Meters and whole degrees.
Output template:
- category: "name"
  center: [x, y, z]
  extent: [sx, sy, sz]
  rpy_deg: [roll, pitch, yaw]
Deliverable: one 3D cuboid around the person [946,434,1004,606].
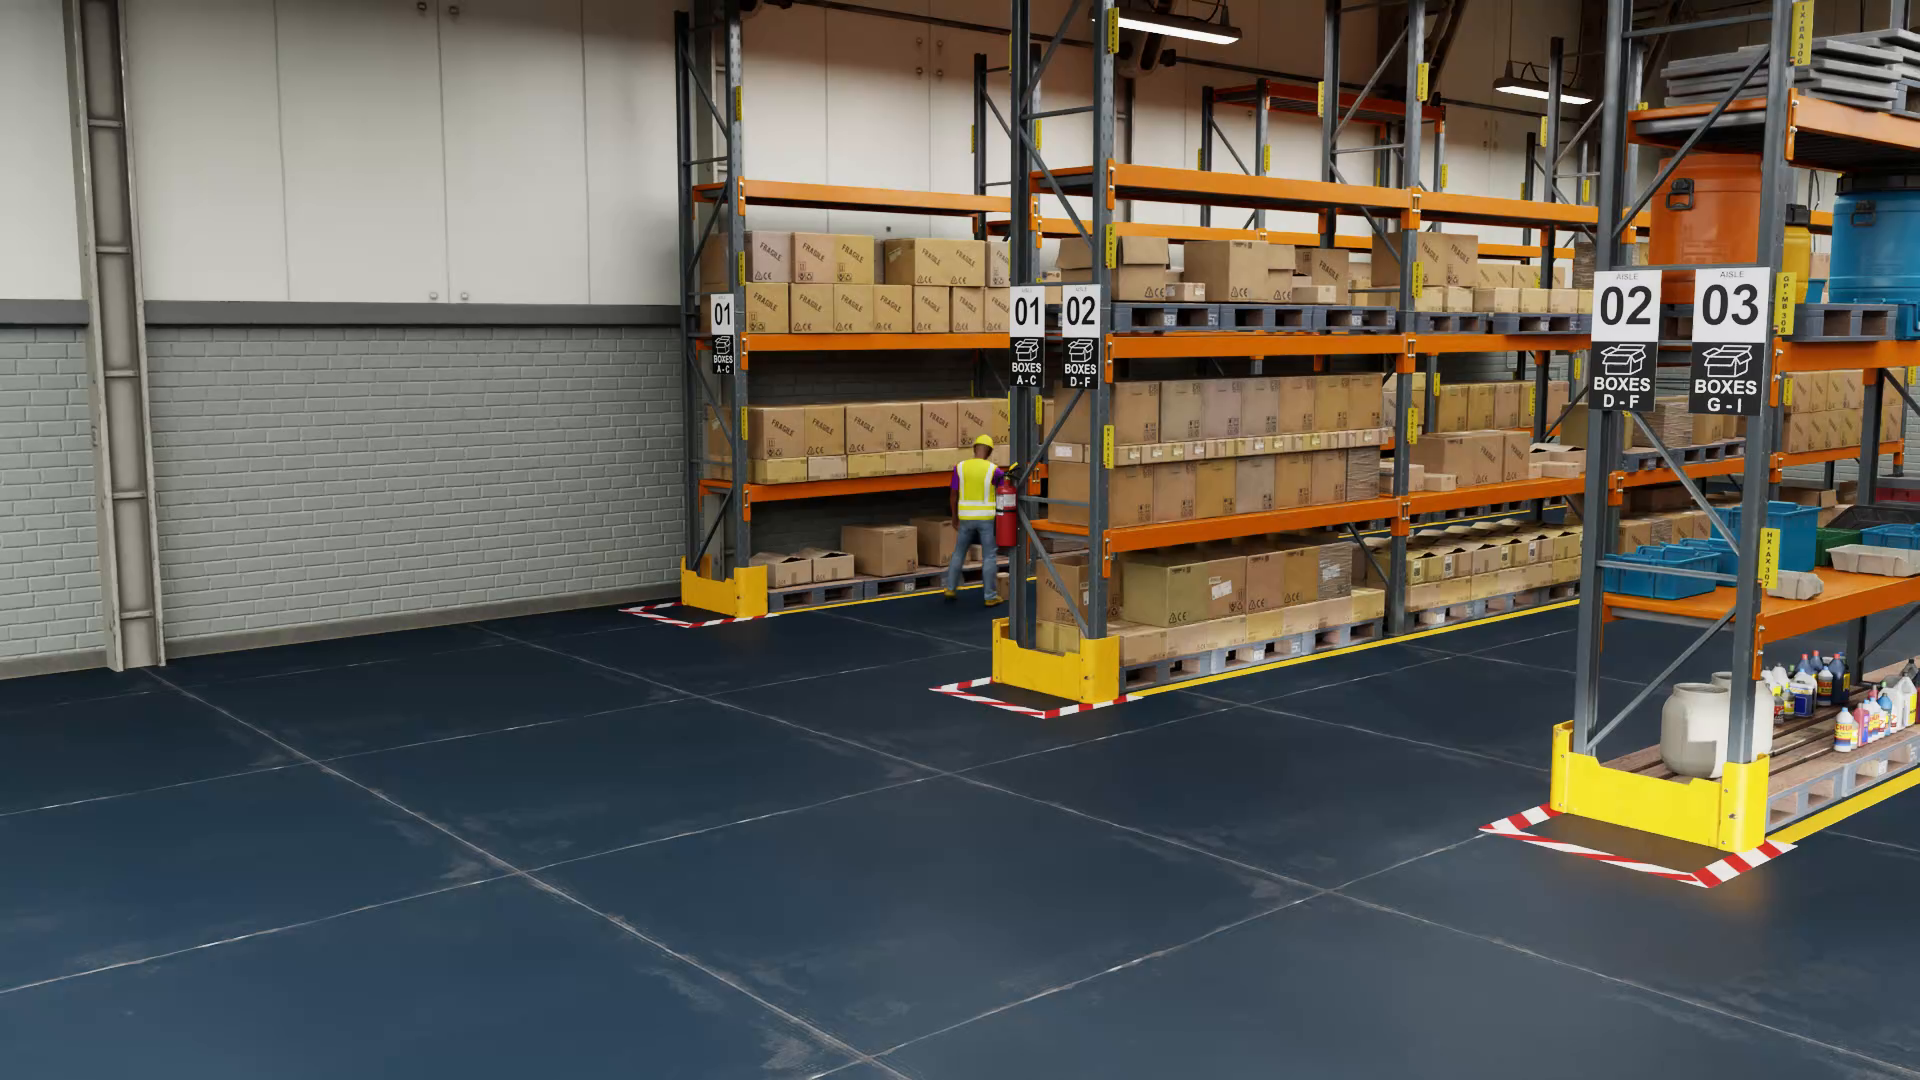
- category: "person"
  center: [0.153, -0.230, 17.360]
  extent: [0.751, 1.754, 0.527]
  rpy_deg: [3, 8, 22]
